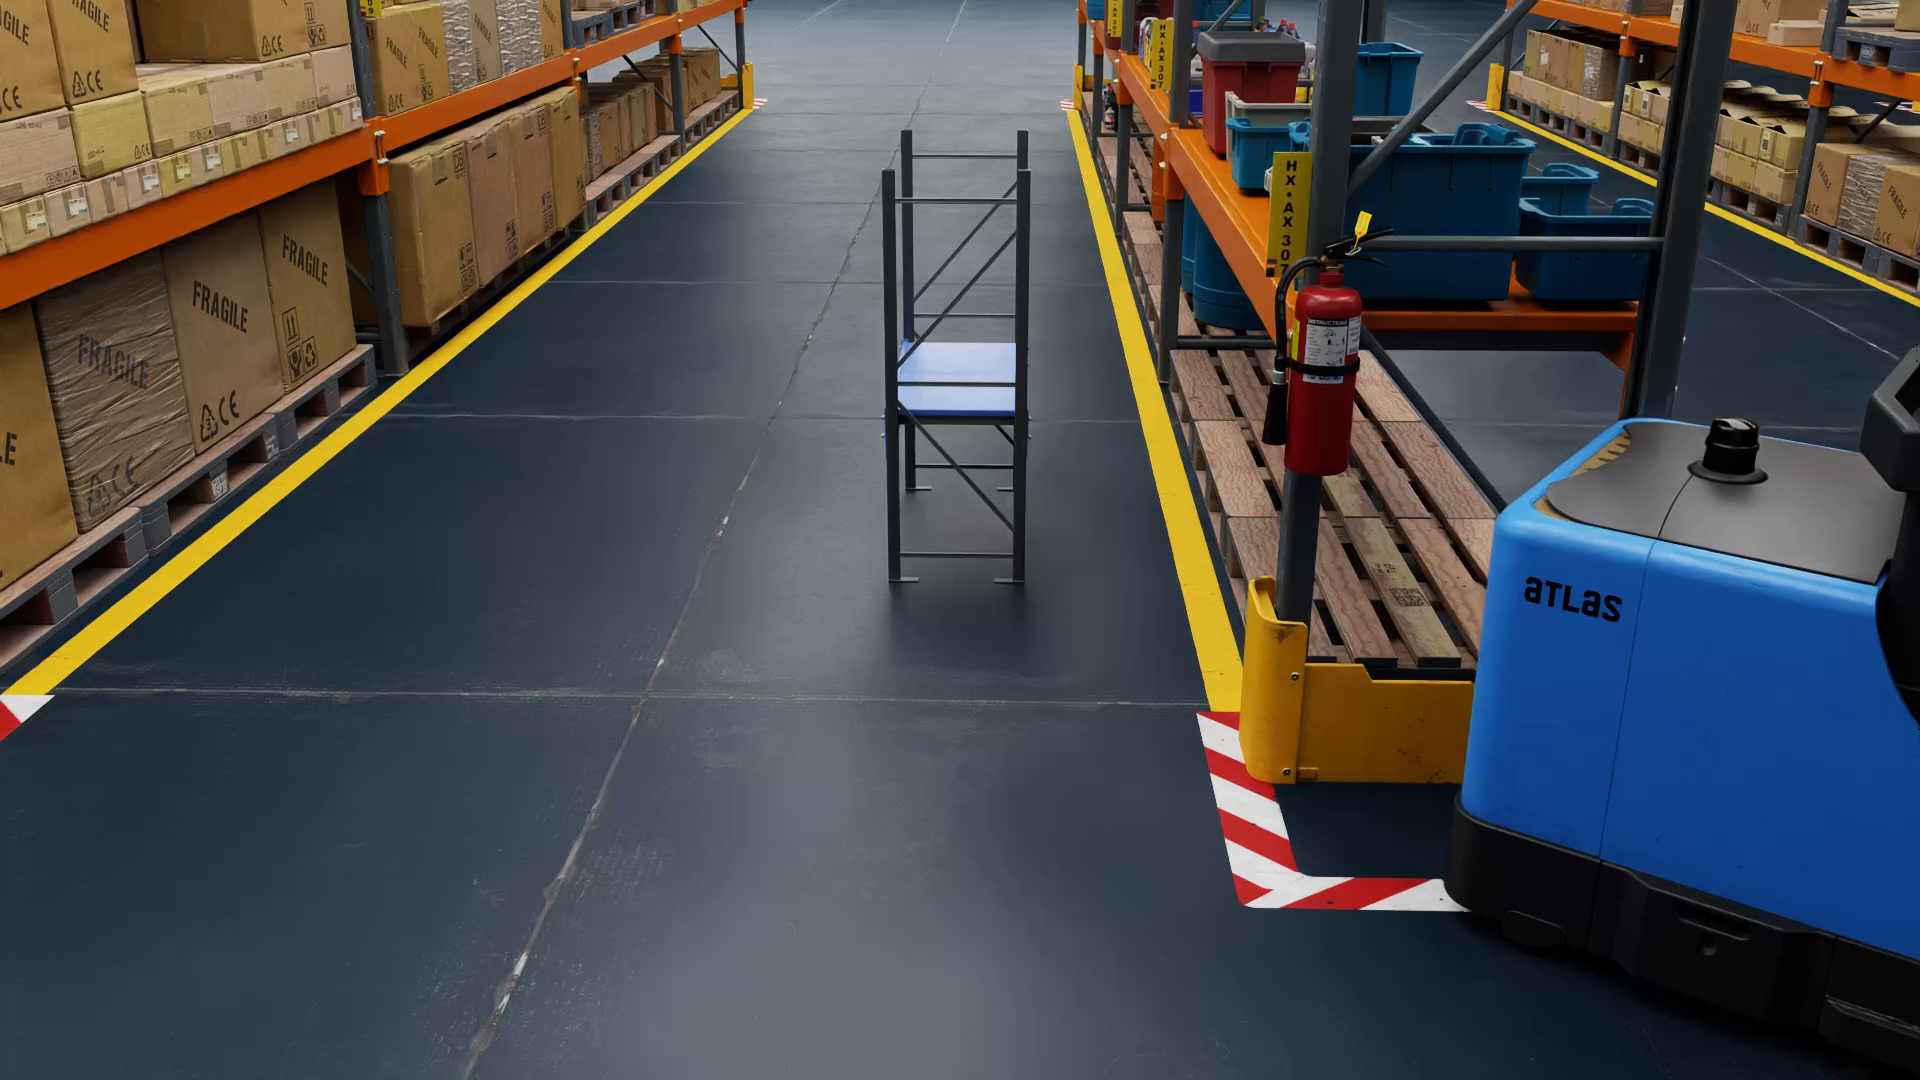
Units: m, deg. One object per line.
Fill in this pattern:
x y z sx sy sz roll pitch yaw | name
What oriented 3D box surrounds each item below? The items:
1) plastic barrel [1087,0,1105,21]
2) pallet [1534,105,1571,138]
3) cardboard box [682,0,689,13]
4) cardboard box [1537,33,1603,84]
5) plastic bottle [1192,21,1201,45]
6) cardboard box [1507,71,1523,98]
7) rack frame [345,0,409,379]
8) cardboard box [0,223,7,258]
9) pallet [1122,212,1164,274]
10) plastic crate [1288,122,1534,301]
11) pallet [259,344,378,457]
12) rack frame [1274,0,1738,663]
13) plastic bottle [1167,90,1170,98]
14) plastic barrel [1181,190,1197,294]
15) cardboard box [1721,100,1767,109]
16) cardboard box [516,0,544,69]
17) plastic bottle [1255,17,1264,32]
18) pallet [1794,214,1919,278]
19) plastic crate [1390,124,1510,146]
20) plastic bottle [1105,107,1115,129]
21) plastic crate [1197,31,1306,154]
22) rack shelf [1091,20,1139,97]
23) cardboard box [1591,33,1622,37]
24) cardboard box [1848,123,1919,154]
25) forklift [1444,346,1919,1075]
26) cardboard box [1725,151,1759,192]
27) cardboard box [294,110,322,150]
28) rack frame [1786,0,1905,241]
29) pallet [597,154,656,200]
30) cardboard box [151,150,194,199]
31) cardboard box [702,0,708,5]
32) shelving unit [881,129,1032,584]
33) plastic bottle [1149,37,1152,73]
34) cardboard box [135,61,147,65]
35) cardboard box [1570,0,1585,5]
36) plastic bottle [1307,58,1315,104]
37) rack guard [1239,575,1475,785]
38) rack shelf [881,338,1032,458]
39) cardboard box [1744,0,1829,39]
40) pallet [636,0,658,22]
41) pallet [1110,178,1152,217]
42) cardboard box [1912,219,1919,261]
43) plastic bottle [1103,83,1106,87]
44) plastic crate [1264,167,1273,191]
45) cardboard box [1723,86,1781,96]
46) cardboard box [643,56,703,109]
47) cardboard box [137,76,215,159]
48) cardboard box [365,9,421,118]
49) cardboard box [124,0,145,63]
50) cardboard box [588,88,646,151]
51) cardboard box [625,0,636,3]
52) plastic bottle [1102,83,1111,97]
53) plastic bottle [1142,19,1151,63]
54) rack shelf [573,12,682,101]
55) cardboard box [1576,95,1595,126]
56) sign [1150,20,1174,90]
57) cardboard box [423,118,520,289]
1.458 -5.205 15.103 0.600 0.901 0.708 1 21 2 | plastic barrel
6.824 -4.481 17.786 1.003 0.211 1.213 1 21 2 | pallet
-2.850 -5.210 16.156 0.380 0.149 0.250 1 21 2 | cardboard box
6.591 -5.208 17.989 0.500 0.500 0.500 1 21 2 | cardboard box
1.420 -2.973 10.113 0.144 0.351 0.185 1 21 2 | plastic bottle
6.606 -5.220 19.057 0.500 0.250 0.500 1 21 2 | cardboard box
-3.422 -2.269 8.231 1.000 3.000 0.127 1 21 2 | rack frame
-3.196 -0.924 5.110 0.380 0.149 0.250 0 21 1 | cardboard box
1.668 -2.076 11.587 1.003 0.211 1.213 1 21 2 | pallet
1.231 -0.936 4.663 0.616 0.435 0.499 1 21 2 | plastic crate
-3.523 -0.695 8.029 1.003 0.211 1.213 1 21 2 | pallet
1.407 -0.769 4.363 1.000 3.000 0.127 1 21 2 | rack frame
1.244 -2.618 9.300 0.152 0.276 0.135 1 21 2 | plastic bottle
1.584 -1.885 9.561 0.600 0.901 0.708 1 21 2 | plastic barrel
6.416 -3.524 13.911 0.500 0.311 0.500 1 21 3 | cardboard box
-3.088 -3.401 11.009 0.500 0.500 0.500 0 21 1 | cardboard box
2.065 -3.456 11.450 0.061 0.283 0.133 1 21 2 | plastic bottle
6.541 -2.036 11.484 1.003 0.211 1.213 1 21 2 | pallet
1.793 -1.389 6.110 0.416 0.233 0.300 1 21 2 | plastic crate
1.472 -4.143 16.319 0.097 0.201 0.097 0 21 0 | plastic bottle
1.251 -1.953 7.243 0.402 0.464 0.583 1 21 2 | plastic crate
1.712 -4.049 13.812 1.077 0.370 4.000 1 21 2 | rack shelf
7.110 -5.203 17.974 0.500 0.500 0.500 1 21 2 | cardboard box
6.911 -2.967 12.474 0.500 0.311 0.500 1 21 3 | cardboard box
2.681 -0.250 3.120 3.031 2.935 1.130 15 26 34 | forklift
6.386 -2.899 13.073 0.500 0.250 0.500 0 21 1 | cardboard box
-3.119 -1.853 7.504 0.380 0.149 0.250 0 21 1 | cardboard box
6.602 -3.605 11.674 1.000 3.000 0.127 1 21 2 | rack frame
-3.235 -3.138 14.325 1.003 0.211 1.213 1 21 2 | pallet
-3.157 -1.387 6.304 0.380 0.149 0.250 0 21 0 | cardboard box
-2.839 -5.662 17.321 0.380 0.149 0.250 1 21 2 | cardboard box
0.003 -0.730 6.337 0.538 1.500 1.048 1 21 2 | shelving unit
1.259 -3.108 10.570 0.097 0.271 0.097 0 21 0 | plastic bottle
-3.718 -1.991 7.311 0.500 0.250 0.500 1 21 1 | cardboard box
6.774 -5.816 17.234 0.700 0.500 0.500 1 21 3 | cardboard box
1.935 -2.453 8.875 0.152 0.276 0.135 1 21 2 | plastic bottle
1.420 0.405 4.793 1.175 0.500 0.348 1 21 2 | rack guard
0.003 -0.562 6.402 0.538 0.185 1.000 1 21 2 | rack shelf
6.636 -4.259 13.220 0.500 0.500 0.500 0 21 -1 | cardboard box
-3.347 -4.798 15.013 1.003 0.211 1.213 1 21 2 | pallet
1.713 -2.641 13.043 1.003 0.211 1.213 1 21 2 | pallet
6.261 -1.924 10.189 0.500 0.500 0.500 0 21 0 | cardboard box
1.527 -4.835 18.006 0.097 0.271 0.097 0 21 0 | plastic bottle
1.249 -1.283 5.972 0.298 0.136 0.250 1 21 2 | plastic crate
6.988 -3.889 14.851 0.500 0.311 0.500 1 21 3 | cardboard box
-3.114 -4.970 18.067 0.500 0.500 0.500 3 21 7 | cardboard box
-3.220 -1.621 6.356 0.500 0.250 0.500 0 21 1 | cardboard box
-3.158 -2.480 8.635 0.500 0.500 0.500 1 21 2 | cardboard box
-3.714 -2.339 7.171 0.500 0.500 0.500 1 21 2 | cardboard box
-3.252 -3.808 15.043 0.700 0.500 0.500 1 21 1 | cardboard box
-3.139 -4.778 13.973 0.797 0.503 0.637 3 21 7 | cardboard box
1.520 -4.500 17.033 0.144 0.351 0.185 1 21 1 | plastic bottle
1.259 -3.336 11.140 0.061 0.283 0.133 1 21 2 | plastic bottle
-3.239 -4.103 13.952 1.077 0.370 4.000 1 21 2 | rack shelf
6.544 -4.316 16.727 0.500 0.250 0.500 1 21 2 | cardboard box
0.979 -2.351 8.058 0.100 0.325 0.005 1 21 2 | sign
-3.396 -2.029 9.969 1.225 0.875 0.875 0 21 0 | cardboard box
